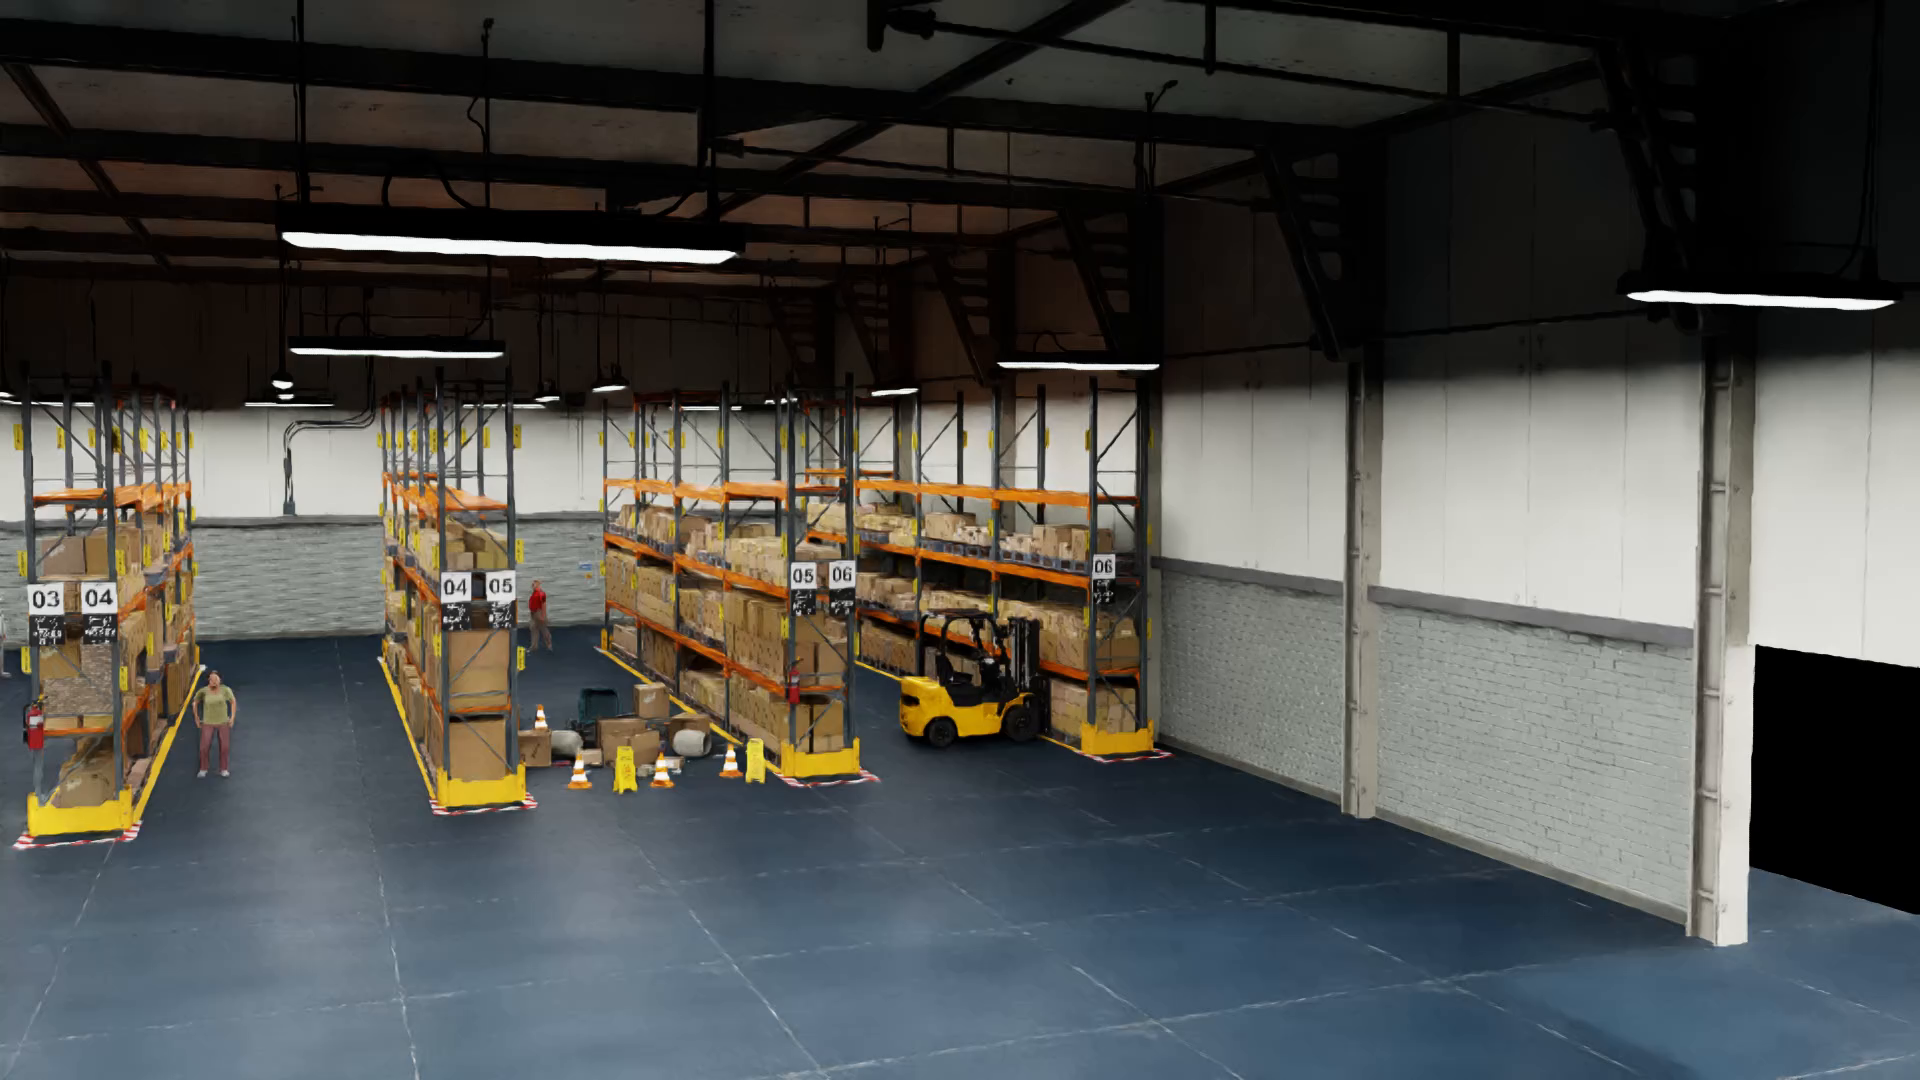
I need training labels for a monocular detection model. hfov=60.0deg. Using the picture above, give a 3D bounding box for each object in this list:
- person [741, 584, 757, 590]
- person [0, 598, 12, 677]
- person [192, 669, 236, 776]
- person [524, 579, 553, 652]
[{"bbox_3d":[-5.404,1.571,43.180,0.658,1.656,0.474,3,4,39],"label":"person"},{"bbox_3d":[-20.201,2.007,34.803,0.399,1.778,0.614,0,3,-2],"label":"person"},{"bbox_3d":[-11.069,2.737,24.705,0.598,1.573,0.507,-2,4,-24],"label":"person"},{"bbox_3d":[-9.965,1.780,39.358,0.567,1.726,0.665,-3,5,-42],"label":"person"}]
